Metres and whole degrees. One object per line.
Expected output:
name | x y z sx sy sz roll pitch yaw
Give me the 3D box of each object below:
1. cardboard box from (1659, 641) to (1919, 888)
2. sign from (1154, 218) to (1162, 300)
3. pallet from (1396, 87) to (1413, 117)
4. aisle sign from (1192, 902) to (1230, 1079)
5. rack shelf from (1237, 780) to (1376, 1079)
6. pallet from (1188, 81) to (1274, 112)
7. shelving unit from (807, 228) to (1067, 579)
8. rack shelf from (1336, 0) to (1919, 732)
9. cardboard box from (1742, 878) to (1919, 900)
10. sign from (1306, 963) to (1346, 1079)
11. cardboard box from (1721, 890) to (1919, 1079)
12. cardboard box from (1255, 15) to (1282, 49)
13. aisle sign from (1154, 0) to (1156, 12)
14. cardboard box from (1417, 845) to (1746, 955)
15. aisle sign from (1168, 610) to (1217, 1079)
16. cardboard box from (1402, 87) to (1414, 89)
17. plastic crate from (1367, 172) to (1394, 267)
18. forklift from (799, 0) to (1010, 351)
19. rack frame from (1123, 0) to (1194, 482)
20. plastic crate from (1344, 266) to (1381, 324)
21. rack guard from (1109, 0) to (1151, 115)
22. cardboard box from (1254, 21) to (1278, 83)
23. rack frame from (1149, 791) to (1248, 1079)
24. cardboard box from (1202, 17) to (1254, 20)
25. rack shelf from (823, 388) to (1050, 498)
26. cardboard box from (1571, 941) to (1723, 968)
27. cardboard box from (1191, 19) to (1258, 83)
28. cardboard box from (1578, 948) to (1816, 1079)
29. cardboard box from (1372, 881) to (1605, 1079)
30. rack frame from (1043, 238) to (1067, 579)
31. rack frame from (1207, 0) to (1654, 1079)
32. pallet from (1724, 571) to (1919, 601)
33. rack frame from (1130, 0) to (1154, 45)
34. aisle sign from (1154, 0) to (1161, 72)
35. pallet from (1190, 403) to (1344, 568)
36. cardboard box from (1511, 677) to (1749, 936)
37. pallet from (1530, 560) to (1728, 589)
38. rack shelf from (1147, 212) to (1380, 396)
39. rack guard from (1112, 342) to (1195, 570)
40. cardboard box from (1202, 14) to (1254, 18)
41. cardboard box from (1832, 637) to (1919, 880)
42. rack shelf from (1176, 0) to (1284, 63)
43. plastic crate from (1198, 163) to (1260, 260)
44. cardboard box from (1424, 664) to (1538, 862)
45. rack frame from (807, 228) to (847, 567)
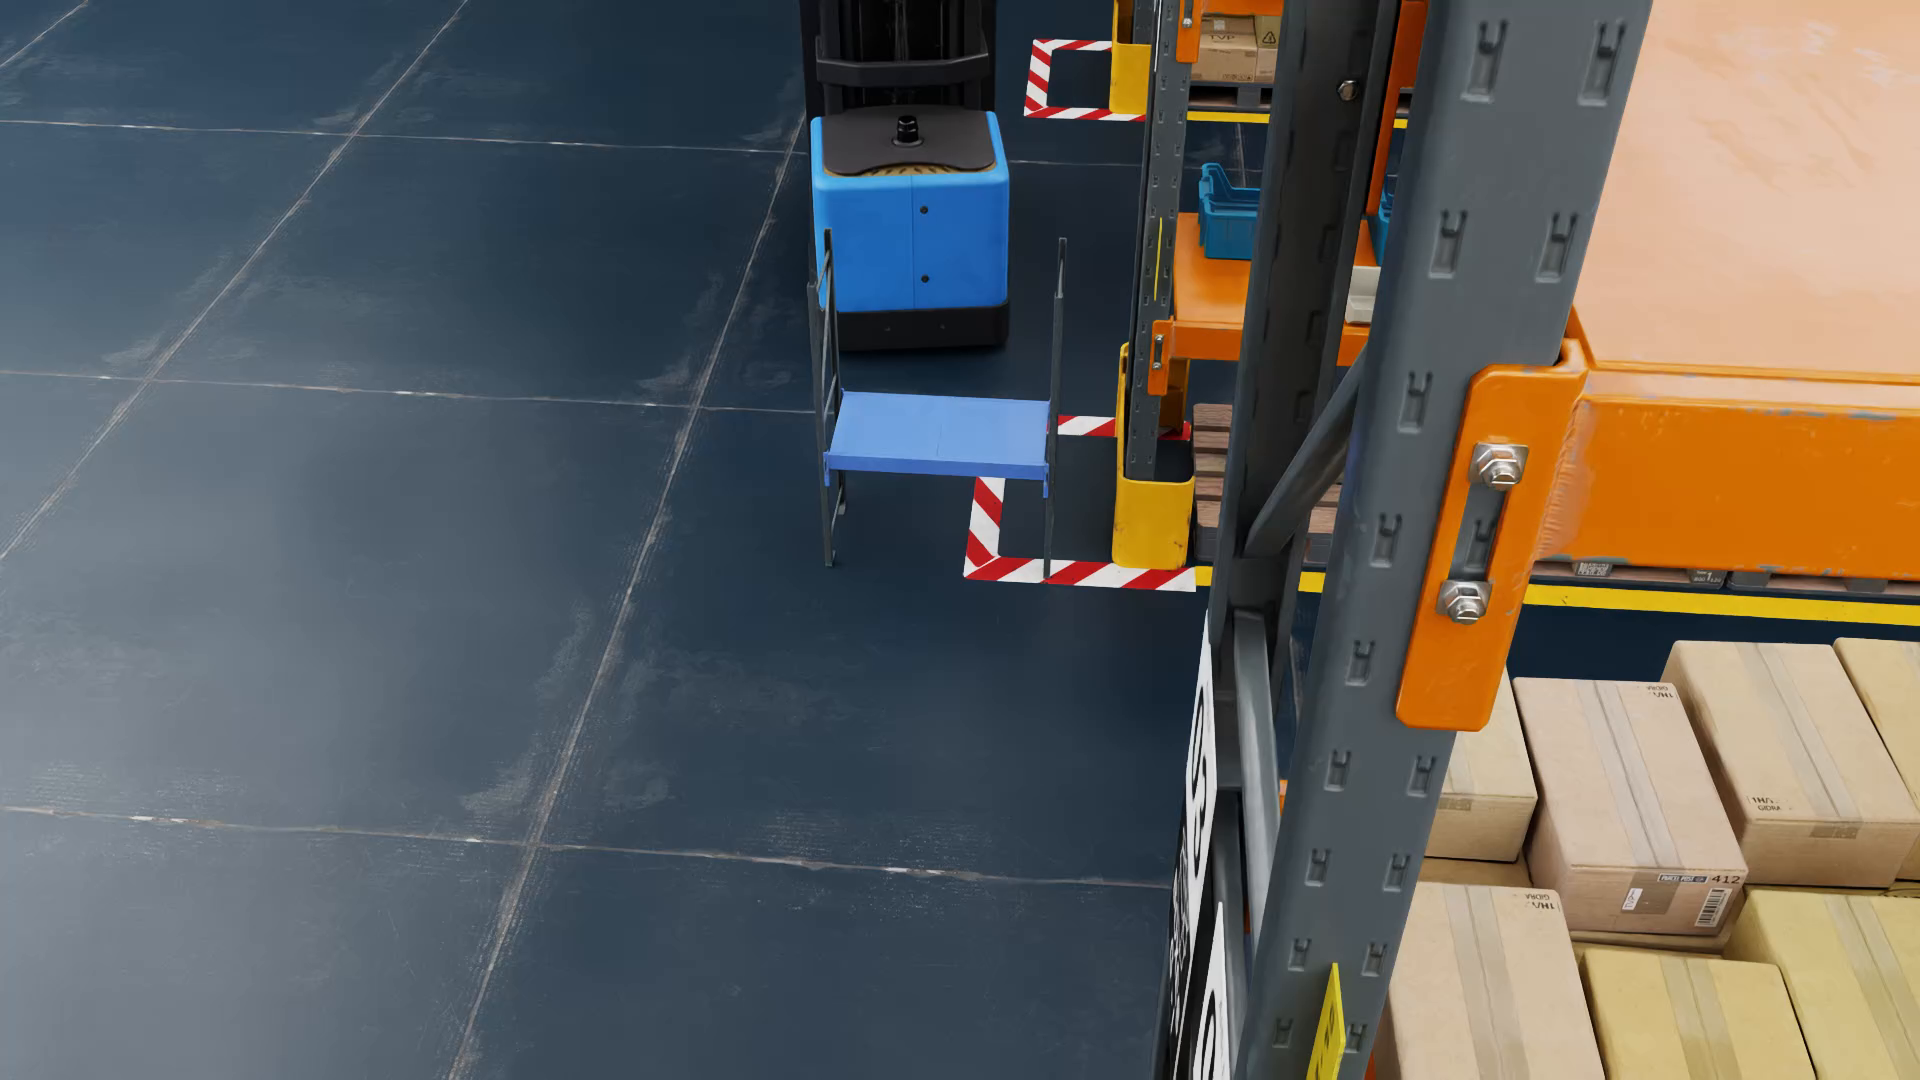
cardboard box | 1.259 0.337 2.557 0.250 0.149 0.380 2 39 2
sign | 0.800 -1.133 6.717 0.005 0.325 0.100 3 39 4
pallet | 3.260 -3.321 11.834 1.213 0.211 1.003 3 39 4
aisle sign | 0.337 0.921 2.353 0.004 0.787 0.394 3 39 4
rack shelf | 2.417 0.969 2.548 4.000 0.370 1.077 3 39 4
pallet | 2.048 -3.389 11.917 1.213 0.211 1.003 3 39 4
shelving unit | -0.085 -0.586 7.453 1.048 1.500 0.538 3 39 4
rack shelf | 2.417 -0.194 1.602 4.000 0.370 1.077 3 39 4
cardboard box | 1.424 0.531 2.635 0.500 0.250 0.500 3 39 4
sign | 0.378 0.583 1.760 0.005 0.325 0.100 3 39 4
cardboard box | 1.191 0.656 2.166 0.250 0.149 0.380 2 39 3
cardboard box | 2.296 -3.678 11.315 0.500 0.500 0.500 3 39 4
aisle sign | 0.805 -2.570 6.642 0.004 0.787 0.394 3 39 4
cardboard box | 0.926 0.505 2.666 0.500 0.250 0.500 4 39 5
aisle sign | 0.388 0.544 2.817 0.004 0.787 0.394 3 39 4
cardboard box | 3.292 -3.331 11.482 0.500 0.250 0.500 3 39 4
plastic crate | 2.023 -1.435 7.426 0.408 0.251 0.499 3 39 4
forklift | -0.362 -3.084 9.387 1.130 2.935 3.031 -3 39 -4
rack frame | 0.852 -1.371 7.229 0.127 3.000 1.000 3 39 4
plastic crate | 1.715 -1.018 7.004 0.250 0.136 0.298 3 39 4
rack guard | 1.259 -3.518 11.847 0.348 0.500 1.175 3 39 4
cardboard box | 2.296 -3.389 11.553 0.500 0.250 0.500 3 39 4
rack frame | 0.424 1.744 3.402 0.127 3.000 1.000 3 39 4
cardboard box | 1.842 -3.739 11.984 0.500 0.250 0.500 3 39 4
rack shelf | -0.085 -0.447 7.566 1.000 0.185 0.538 3 39 4
cardboard box | 0.882 0.828 2.270 0.500 0.250 0.500 4 39 5
cardboard box | 1.798 -3.413 11.584 0.500 0.250 0.500 3 39 4
cardboard box | 0.929 0.720 2.087 0.250 0.149 0.380 4 39 5
cardboard box | 0.679 0.645 2.179 0.250 0.149 0.380 3 39 4
rack frame | 0.421 -0.559 7.419 0.032 1.500 0.500 3 39 4
rack frame | 0.424 -0.583 1.508 0.127 3.000 1.000 3 39 4
pallet | 4.171 -0.135 7.919 1.213 0.211 1.003 3 39 4
rack frame | 1.283 -4.486 11.056 0.127 3.000 1.000 3 39 4
aisle sign | 0.755 -2.199 6.187 0.004 0.787 0.394 3 39 4
pallet | 1.740 -0.267 8.082 1.213 0.211 1.003 3 39 4
cardboard box | 0.977 0.391 2.491 0.250 0.149 0.380 2 39 2
pallet | 2.952 -0.199 7.998 1.213 0.211 1.003 3 39 4
rack shelf | 2.844 -0.983 7.322 4.000 0.370 1.077 3 39 4
rack guard | 0.931 -0.427 8.049 0.348 0.500 1.175 3 39 4
cardboard box | 1.843 -4.031 11.749 0.500 0.500 0.500 3 39 4
cardboard box | 1.511 0.336 2.559 0.250 0.149 0.380 3 39 4
rack shelf | 2.844 -2.146 6.375 4.000 0.370 1.077 3 39 4
plastic crate | 1.376 -1.474 7.473 0.616 0.251 0.499 3 39 4
cardboard box | 0.728 0.303 2.599 0.250 0.149 0.380 3 39 4
rack frame | -0.592 -0.614 7.487 0.032 1.500 0.500 3 39 4
